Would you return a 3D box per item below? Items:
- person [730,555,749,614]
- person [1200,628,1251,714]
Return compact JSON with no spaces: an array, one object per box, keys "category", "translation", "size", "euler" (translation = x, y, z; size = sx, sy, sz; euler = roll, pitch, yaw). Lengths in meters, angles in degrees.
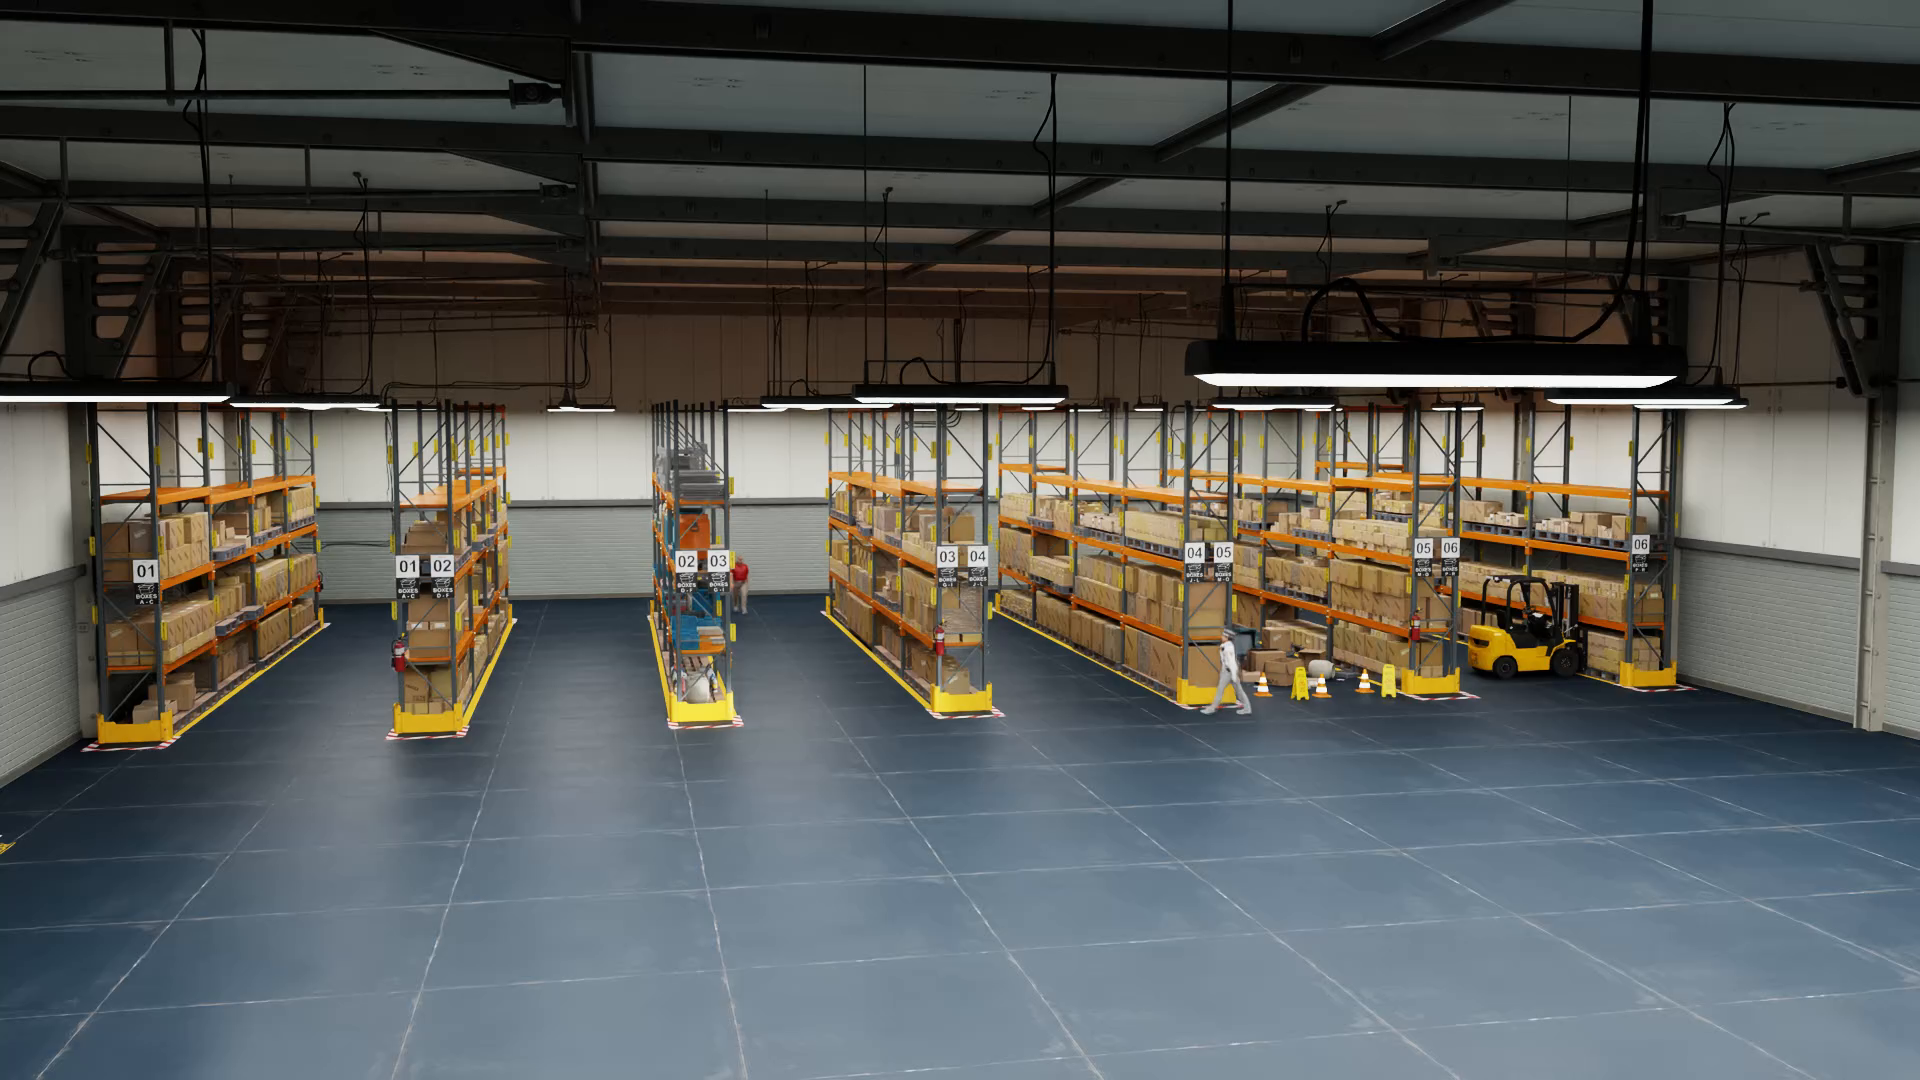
[{"category":"person","translation":[-6.337,1.277,47.803],"size":[0.576,1.664,1.099],"euler":[-1,4,-15]},{"category":"person","translation":[5.084,2.491,31.713],"size":[0.958,1.626,0.516],"euler":[1,4,14]}]
